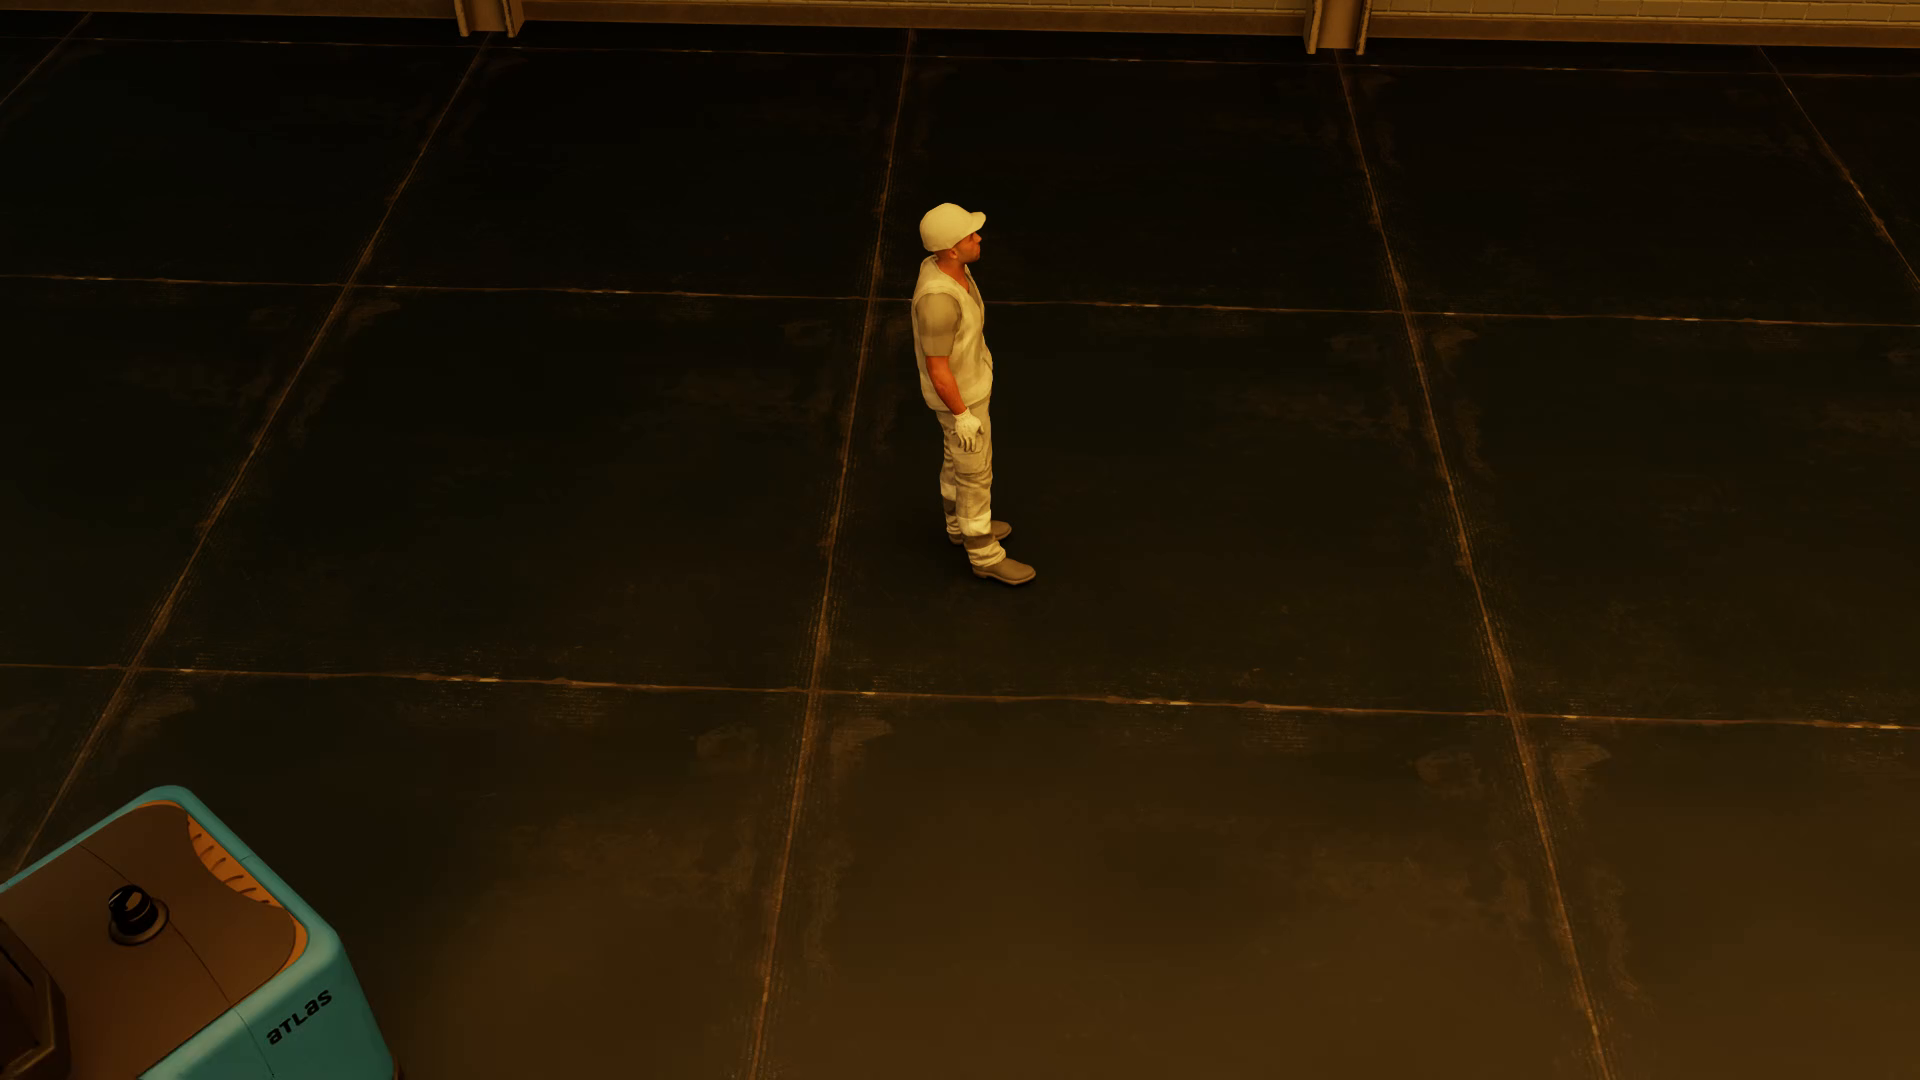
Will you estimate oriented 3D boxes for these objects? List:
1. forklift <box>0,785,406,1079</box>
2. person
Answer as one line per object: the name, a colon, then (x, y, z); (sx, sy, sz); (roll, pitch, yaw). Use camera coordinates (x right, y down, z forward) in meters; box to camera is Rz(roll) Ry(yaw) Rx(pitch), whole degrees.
forklift: (-3.205, 1.455, 4.148); (1.130, 2.935, 3.031); (30, 50, 29)
person: (0.080, -0.656, 7.296); (0.562, 1.790, 0.637); (2, 42, 2)
